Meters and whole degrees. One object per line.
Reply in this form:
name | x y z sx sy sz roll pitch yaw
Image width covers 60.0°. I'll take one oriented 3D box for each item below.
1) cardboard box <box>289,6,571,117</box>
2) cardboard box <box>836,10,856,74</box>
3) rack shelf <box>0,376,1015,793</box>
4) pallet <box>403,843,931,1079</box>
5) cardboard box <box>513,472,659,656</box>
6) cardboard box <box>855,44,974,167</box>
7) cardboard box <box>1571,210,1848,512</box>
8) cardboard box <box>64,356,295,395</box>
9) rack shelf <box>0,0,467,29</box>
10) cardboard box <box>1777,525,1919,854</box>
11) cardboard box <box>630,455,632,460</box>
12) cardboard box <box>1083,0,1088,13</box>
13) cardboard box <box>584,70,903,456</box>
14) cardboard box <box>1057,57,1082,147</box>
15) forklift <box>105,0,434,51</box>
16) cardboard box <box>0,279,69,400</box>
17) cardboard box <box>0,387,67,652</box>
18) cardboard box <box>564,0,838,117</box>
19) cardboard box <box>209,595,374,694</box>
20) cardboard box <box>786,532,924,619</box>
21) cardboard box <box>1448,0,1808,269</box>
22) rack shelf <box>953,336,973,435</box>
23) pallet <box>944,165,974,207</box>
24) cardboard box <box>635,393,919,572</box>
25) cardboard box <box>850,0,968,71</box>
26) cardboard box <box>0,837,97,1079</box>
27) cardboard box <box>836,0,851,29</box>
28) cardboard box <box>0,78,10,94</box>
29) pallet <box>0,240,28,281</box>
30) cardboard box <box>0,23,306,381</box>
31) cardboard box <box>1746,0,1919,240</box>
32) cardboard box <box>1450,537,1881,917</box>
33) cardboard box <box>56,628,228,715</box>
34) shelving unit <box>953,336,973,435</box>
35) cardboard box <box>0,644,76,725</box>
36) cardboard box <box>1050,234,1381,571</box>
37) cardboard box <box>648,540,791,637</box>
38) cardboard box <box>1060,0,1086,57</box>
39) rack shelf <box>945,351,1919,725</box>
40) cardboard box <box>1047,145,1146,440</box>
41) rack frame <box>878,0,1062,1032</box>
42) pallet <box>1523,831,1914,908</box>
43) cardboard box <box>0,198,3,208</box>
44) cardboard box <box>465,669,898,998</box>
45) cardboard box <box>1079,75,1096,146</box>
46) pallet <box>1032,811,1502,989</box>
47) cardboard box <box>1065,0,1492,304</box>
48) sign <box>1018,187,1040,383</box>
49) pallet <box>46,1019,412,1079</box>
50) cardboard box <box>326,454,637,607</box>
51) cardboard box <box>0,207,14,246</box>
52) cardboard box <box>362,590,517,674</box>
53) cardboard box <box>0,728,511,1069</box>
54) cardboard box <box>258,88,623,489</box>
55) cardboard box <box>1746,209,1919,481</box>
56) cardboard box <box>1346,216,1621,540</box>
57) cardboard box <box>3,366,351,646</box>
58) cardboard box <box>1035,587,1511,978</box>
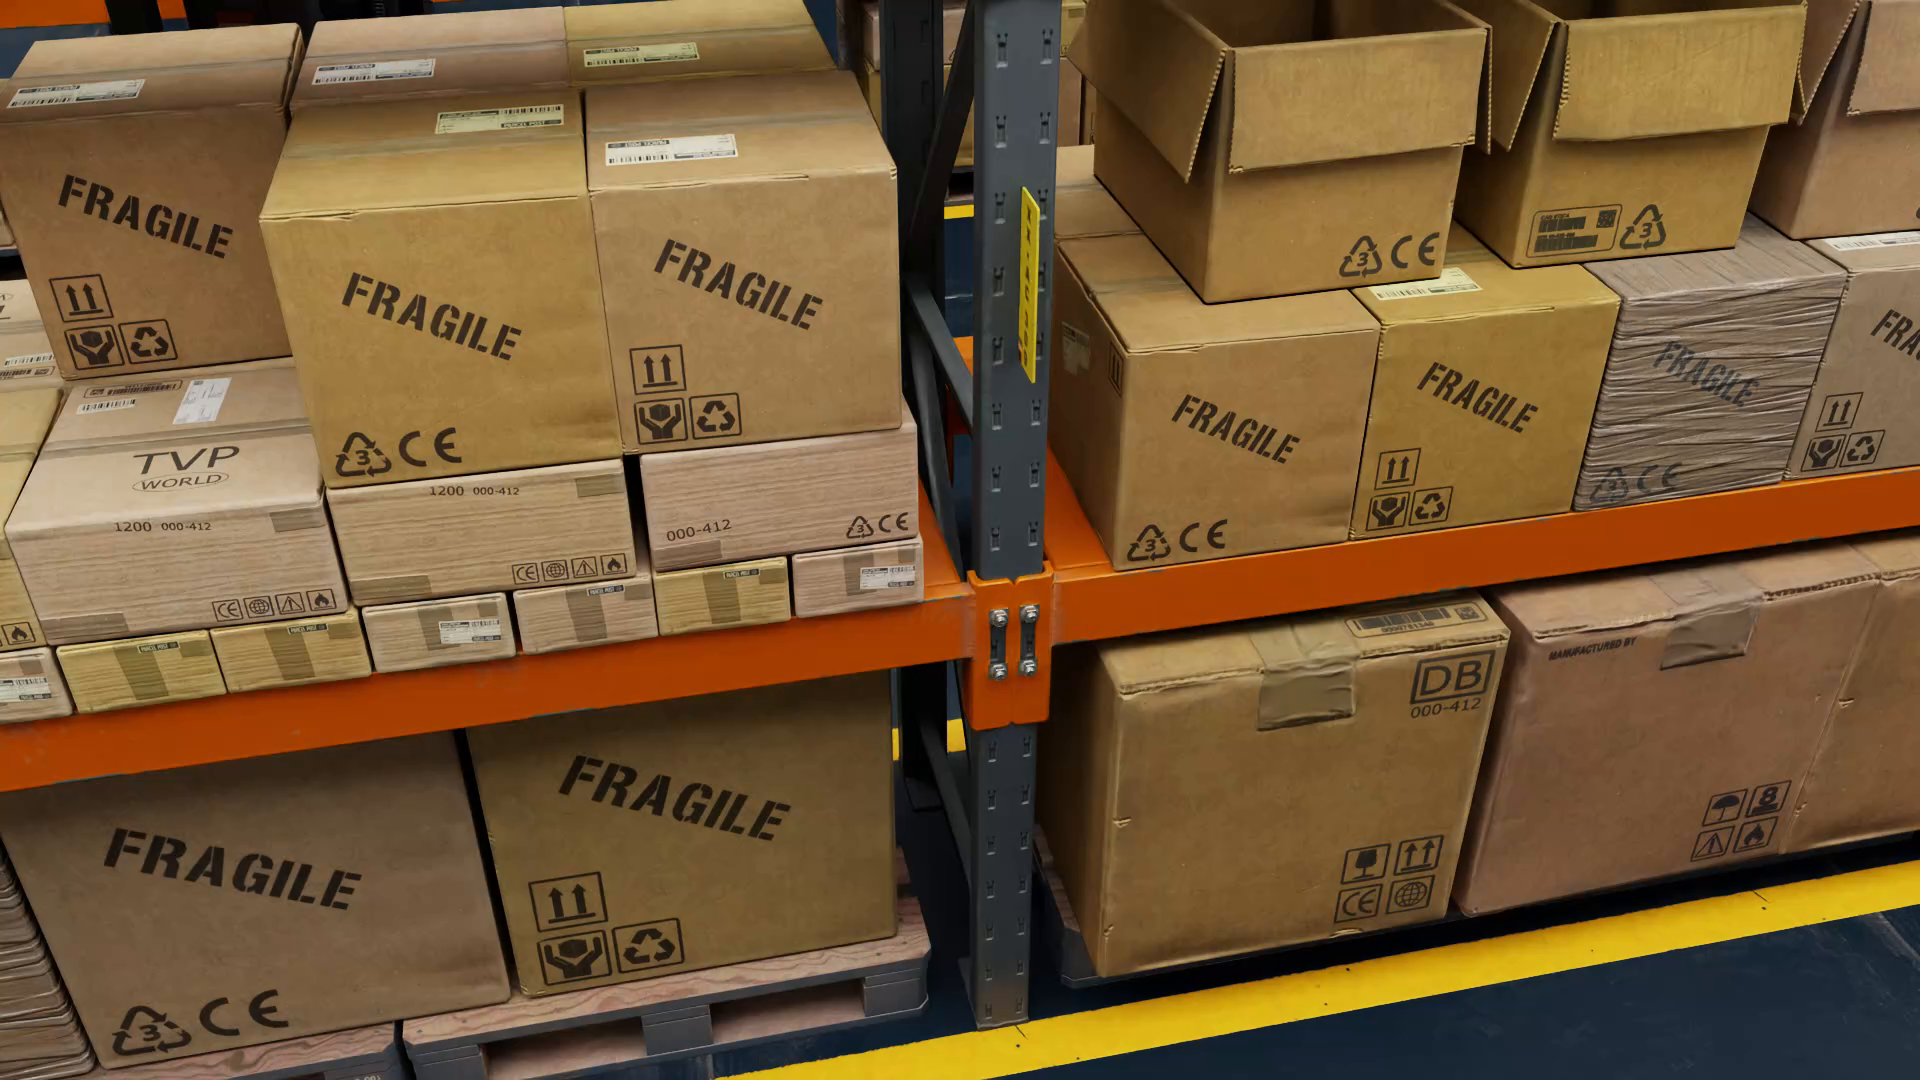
cardboard box | -1.012 -0.740 3.356 0.500 0.500 0.500 -7 35 -11
cardboard box | -0.335 -2.416 8.525 0.500 0.500 0.500 -8 35 -11
rack shelf | -1.957 0.201 3.405 4.000 0.370 1.077 -7 35 -11
pallet | -0.765 0.865 4.272 1.213 0.211 1.003 -7 35 -11
cardboard box | -0.733 0.039 3.225 0.250 0.149 0.380 -8 35 -11
cardboard box | -0.222 -2.135 8.106 0.500 0.500 0.500 -6 34 -9
cardboard box | 1.476 -0.430 3.609 0.500 0.500 0.500 -8 35 -12
cardboard box | -1.512 -0.365 3.469 0.500 0.250 0.500 -6 34 -9
rack shelf | -2.952 -2.508 7.440 4.000 0.370 1.077 -7 35 -11
cardboard box | 2.347 0.051 4.512 0.875 0.875 1.225 -7 35 -10
cardboard box | -0.881 -0.319 3.759 0.250 0.149 0.380 -6 34 -9
cardboard box | 0.795 -2.574 8.088 0.500 0.250 0.500 -6 34 -9
cardboard box | -0.395 -0.515 3.020 0.500 0.500 0.500 -6 34 -9
cardboard box | 0.293 -2.201 8.205 0.500 0.500 0.500 -6 34 -8
forklift | -2.468 -1.428 5.247 3.031 2.935 1.130 4 34 6
cardboard box | -1.995 -0.308 3.385 0.500 0.250 0.500 -7 35 -10
cardboard box | -1.876 -0.020 2.956 0.500 0.250 0.500 -8 35 -11
cardboard box | -0.530 -0.797 3.440 0.500 0.500 0.500 -7 35 -11
cardboard box | -1.235 0.103 3.131 0.250 0.149 0.380 -7 34 -10
cardboard box | -0.231 -0.024 3.319 0.250 0.149 0.380 -7 34 -10
cardboard box | 1.287 -0.963 3.503 0.637 0.503 0.797 -7 34 -10
rack shelf | 0.083 -0.484 5.448 1.000 0.185 0.538 -7 35 -11
pallet | -0.243 -1.991 8.527 1.213 0.211 1.003 -7 35 -11
cardboard box | -0.379 -0.208 3.236 0.500 0.250 0.500 -8 35 -11
cardboard box | -0.223 -2.447 7.898 0.500 0.250 0.500 -9 35 -13
cardboard box | -2.413 0.622 3.662 0.875 0.875 0.875 -7 35 -11
cardboard box | -0.331 -2.729 8.318 0.500 0.250 0.500 -8 35 -12
cardboard box | -4.443 -2.001 7.687 0.250 0.149 0.380 -7 34 -10
pallet | -4.029 -1.492 7.785 1.213 0.211 1.003 -7 35 -11
cardboard box | -1.518 -0.674 3.257 0.500 0.500 0.500 -8 35 -12
cardboard box | 1.890 -1.048 3.630 0.637 0.503 0.797 -6 34 -9
cardboard box | 1.485 0.164 4.343 0.875 0.875 1.225 -8 35 -12
cardboard box | -1.485 0.134 3.084 0.250 0.149 0.380 -8 35 -11
shelving unit | 0.074 -0.632 5.346 1.083 1.500 0.587 -7 35 -11
cardboard box | -1.733 0.165 3.038 0.250 0.149 0.380 -7 34 -10
cardboard box | 0.498 -0.306 3.425 0.500 0.500 0.500 -7 35 -10
cardboard box | -0.483 0.008 3.272 0.250 0.149 0.380 -7 34 -10
cardboard box | 0.296 -2.514 7.998 0.500 0.250 0.500 -6 34 -9
rack shelf | 1.945 -0.291 4.137 4.000 0.370 1.077 -7 35 -11
cardboard box | 0.390 -0.591 3.850 0.500 0.500 0.500 -7 35 -10
rack frame | -0.006 -0.344 3.571 0.127 3.000 1.000 -7 35 -11
pallet | 1.922 0.526 4.776 1.213 0.211 1.003 -7 35 -11
cardboard box | -4.335 -1.599 7.356 0.250 0.149 0.380 -6 34 -9
cardboard box | -0.667 0.402 3.990 0.875 0.875 0.875 -7 35 -11
cardboard box | 0.801 -2.273 8.311 0.500 0.500 0.500 -7 34 -10
pallet | 0.730 0.678 4.550 1.213 0.211 1.003 -7 35 -11
cardboard box | 0.615 -0.885 3.387 0.637 0.503 0.797 -8 35 -12
sign | 0.118 -0.435 2.858 0.005 0.325 0.100 -7 35 -11
pallet | -1.957 1.017 4.045 1.213 0.211 1.003 -7 35 -11
cardboard box | -0.883 -0.143 3.139 0.500 0.250 0.500 -6 34 -9
cardboard box | -4.322 -1.441 7.388 0.250 0.149 0.380 -7 34 -10
cardboard box | -0.984 0.071 3.178 0.250 0.149 0.380 -7 34 -10
cardboard box | -1.545 0.512 3.825 0.875 0.875 0.875 -7 35 -11
cardboard box | -0.885 -0.455 2.931 0.500 0.500 0.500 -7 34 -10
cardboard box | 1.979 -0.496 3.708 0.500 0.500 0.500 -7 34 -10
cardboard box | 0.988 -0.368 3.517 0.500 0.500 0.500 -7 35 -10
cardboard box | -1.381 -0.080 3.046 0.500 0.250 0.500 -7 34 -10
cardboard box | 0.614 0.274 4.179 0.875 0.875 1.225 -7 35 -10
